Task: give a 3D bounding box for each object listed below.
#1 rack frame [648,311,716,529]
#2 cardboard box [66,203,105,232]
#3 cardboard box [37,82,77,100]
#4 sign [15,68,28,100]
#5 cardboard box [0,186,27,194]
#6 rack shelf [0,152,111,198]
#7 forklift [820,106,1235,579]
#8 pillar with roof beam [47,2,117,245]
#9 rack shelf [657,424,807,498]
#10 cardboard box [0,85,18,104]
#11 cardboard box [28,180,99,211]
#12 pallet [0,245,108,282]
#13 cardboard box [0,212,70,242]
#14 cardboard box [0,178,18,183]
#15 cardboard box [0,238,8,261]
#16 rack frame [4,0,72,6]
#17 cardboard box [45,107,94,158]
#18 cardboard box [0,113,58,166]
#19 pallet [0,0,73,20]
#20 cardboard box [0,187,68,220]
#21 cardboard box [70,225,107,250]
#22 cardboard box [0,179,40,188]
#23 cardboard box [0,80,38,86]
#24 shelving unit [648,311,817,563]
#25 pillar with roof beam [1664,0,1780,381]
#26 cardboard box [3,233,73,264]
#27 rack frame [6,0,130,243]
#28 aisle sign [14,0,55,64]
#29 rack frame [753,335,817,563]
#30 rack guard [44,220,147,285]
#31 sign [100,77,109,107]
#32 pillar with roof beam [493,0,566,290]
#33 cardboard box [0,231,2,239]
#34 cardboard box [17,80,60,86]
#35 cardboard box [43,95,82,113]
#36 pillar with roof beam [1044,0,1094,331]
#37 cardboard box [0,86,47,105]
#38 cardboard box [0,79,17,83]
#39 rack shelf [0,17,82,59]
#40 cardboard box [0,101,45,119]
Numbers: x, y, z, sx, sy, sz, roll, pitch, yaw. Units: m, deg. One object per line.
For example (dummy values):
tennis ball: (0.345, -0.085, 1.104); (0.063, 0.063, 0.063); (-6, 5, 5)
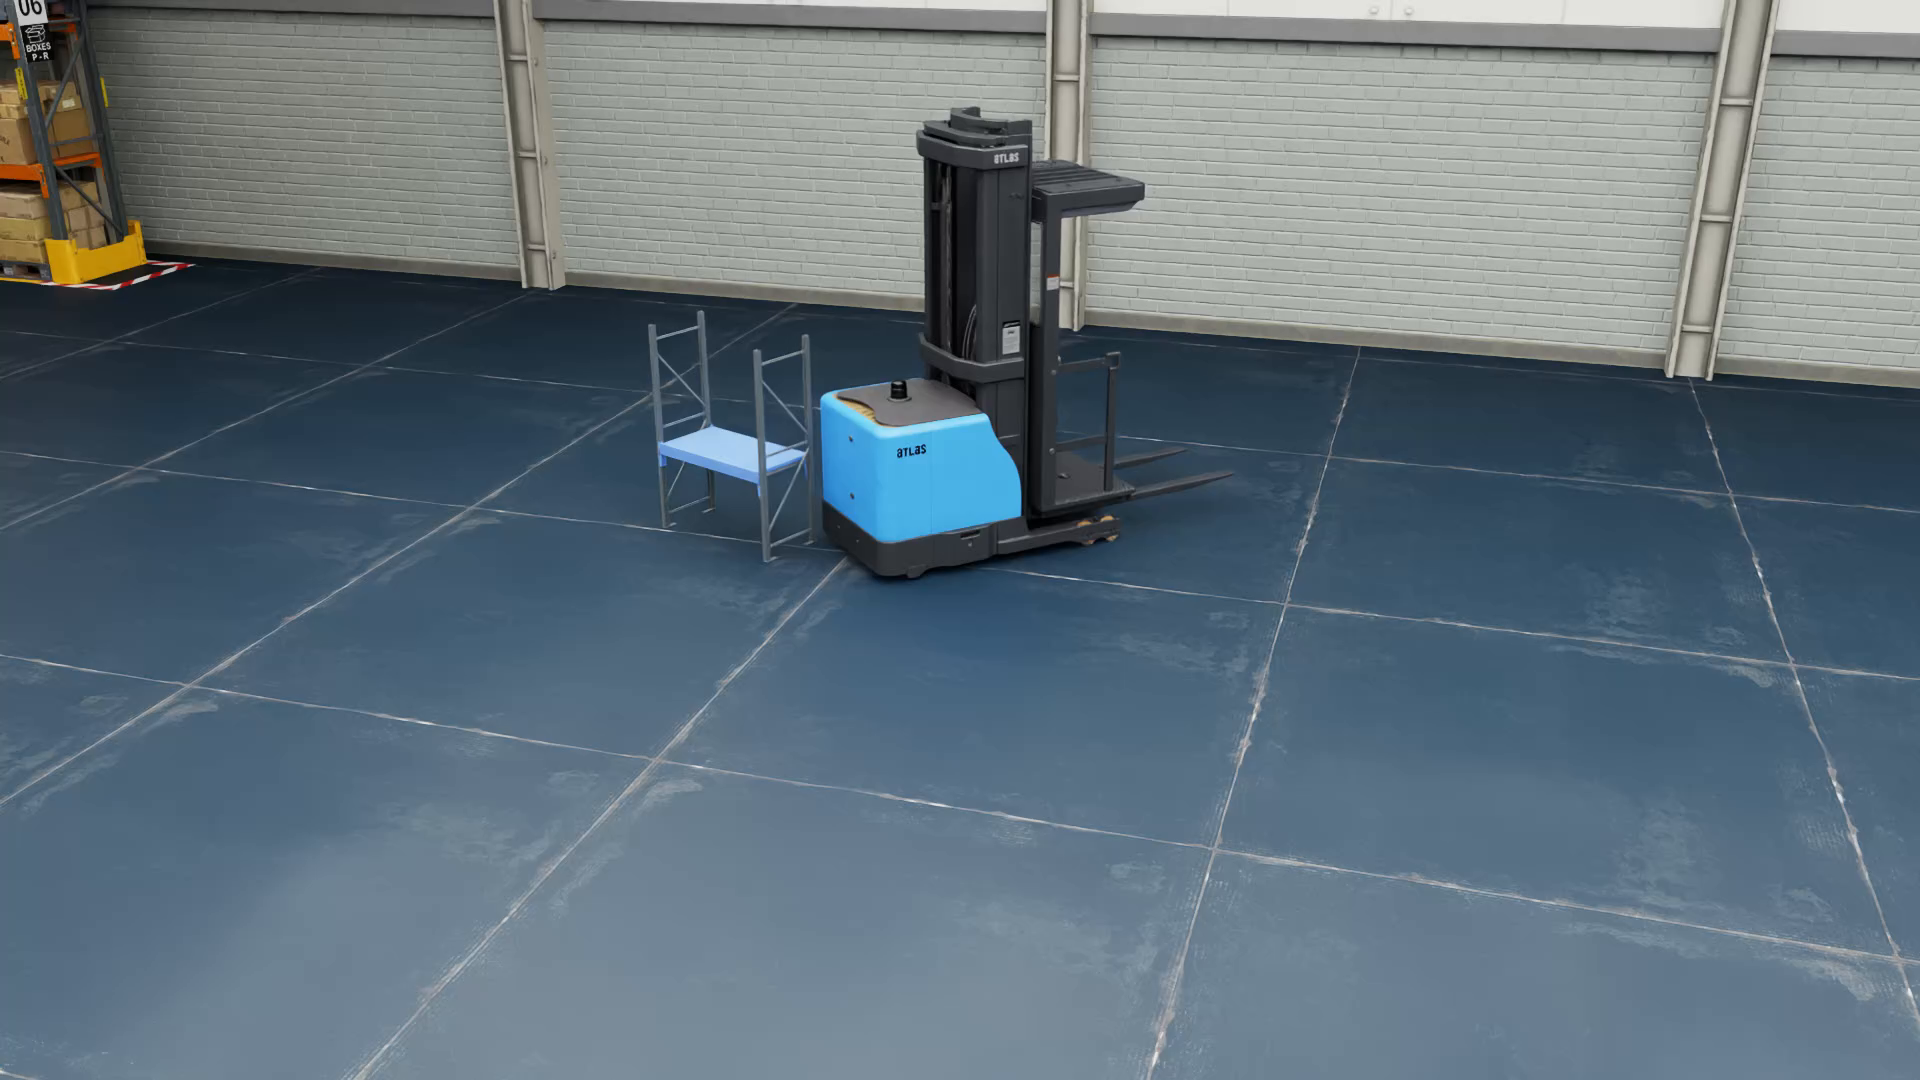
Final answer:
rack frame: (-1.975, -0.852, 11.870); (0.032, 1.500, 0.500); (17, 28, 35)
cardboard box: (-10.413, -3.787, 19.461); (0.500, 0.250, 0.500); (7, 23, 16)
cardboard box: (-10.283, -5.105, 18.884); (0.250, 0.149, 0.380); (6, 23, 14)
sign: (-10.193, -4.956, 18.062); (0.005, 0.325, 0.100); (7, 23, 16)
cardboard box: (-11.044, -3.882, 19.034); (0.500, 0.250, 0.500); (7, 23, 16)
rack shelf: (-11.938, -4.393, 19.475); (4.000, 0.370, 1.077); (7, 23, 16)
forklift: (0.568, -1.485, 11.527); (3.031, 2.935, 1.130); (-12, 25, -26)
pillar with roof beam: (-11.673, -6.122, 14.836); (0.400, 9.000, 9.100); (7, 23, 16)
rack shelf: (-1.578, -0.565, 11.645); (1.000, 0.185, 0.538); (17, 28, 35)
cardboard box: (-10.672, -4.969, 18.553); (0.250, 0.149, 0.380); (7, 23, 16)
cardboard box: (-10.428, -4.013, 19.352); (0.500, 0.250, 0.500); (6, 23, 15)
pallet: (-10.767, -3.285, 19.500); (1.213, 0.211, 1.003); (7, 23, 16)
cardboard box: (-10.579, -3.600, 19.004); (0.500, 0.250, 0.500); (6, 23, 15)
cardboard box: (-11.383, -4.125, 19.626); (0.500, 0.250, 0.500); (6, 23, 15)
cardboard box: (-11.037, -3.423, 19.233); (0.500, 0.250, 0.500); (7, 23, 15)
rack frame: (-10.023, -7.282, 17.665); (0.127, 3.000, 1.000); (7, 23, 16)
cardboard box: (-10.417, -4.708, 19.163); (0.500, 0.500, 0.500); (7, 23, 17)
cardboard box: (-10.570, -4.511, 18.684); (0.500, 0.500, 0.500); (6, 23, 14)
pallet: (-10.692, -5.940, 18.463); (1.213, 0.211, 1.003); (7, 23, 16)
cardboard box: (-10.554, -3.828, 18.903); (0.500, 0.250, 0.500); (7, 23, 17)
cardboard box: (-10.437, -3.554, 19.550); (0.500, 0.250, 0.500); (7, 23, 16)
cardboard box: (-10.908, -4.066, 19.483); (0.500, 0.250, 0.500); (7, 23, 16)
cardboard box: (-10.780, -5.170, 19.042); (0.250, 0.149, 0.380); (7, 23, 17)
shelving unit: (-1.578, -0.731, 11.577); (1.048, 1.500, 0.538); (17, 28, 35)
pillar with roof beam: (5.560, -4.148, 10.026); (0.400, 9.000, 9.100); (7, 23, 16)
cardboard box: (-10.564, -3.365, 19.092); (0.500, 0.250, 0.500); (7, 23, 16)
rack frame: (-10.023, -4.506, 18.804); (0.127, 3.000, 1.000); (7, 23, 16)
aisle sign: (-10.045, -5.595, 18.033); (0.004, 0.787, 0.394); (7, 23, 16)
rack frame: (-1.181, -0.611, 11.283); (0.032, 1.500, 0.500); (17, 28, 35)
rack guard: (-10.000, -3.347, 19.272); (0.348, 0.500, 1.175); (7, 23, 16)
sign: (-9.857, -5.145, 19.114); (0.005, 0.325, 0.100); (7, 23, 16)
pillar with roof beam: (-5.928, -5.464, 13.233); (0.400, 9.000, 9.100); (7, 23, 16)
cardboard box: (-11.056, -3.659, 19.148); (0.500, 0.250, 0.500); (6, 23, 15)
cardboard box: (-10.519, -5.157, 19.011); (0.250, 0.149, 0.380); (7, 23, 17)
cardboard box: (-10.273, -4.984, 18.982); (0.250, 0.149, 0.380); (6, 23, 14)
pillar with roof beam: (-0.184, -4.806, 11.629); (0.400, 9.000, 9.100); (7, 23, 16)
cardboard box: (-10.427, -4.953, 18.514); (0.250, 0.149, 0.380); (7, 23, 16)
cardboard box: (-11.013, -5.202, 19.121); (0.250, 0.149, 0.380); (7, 23, 16)
rack shelf: (-11.938, -5.781, 18.905); (4.000, 0.370, 1.077); (7, 23, 16)
cardboard box: (-10.436, -4.789, 18.506); (0.250, 0.149, 0.380); (7, 23, 16)
